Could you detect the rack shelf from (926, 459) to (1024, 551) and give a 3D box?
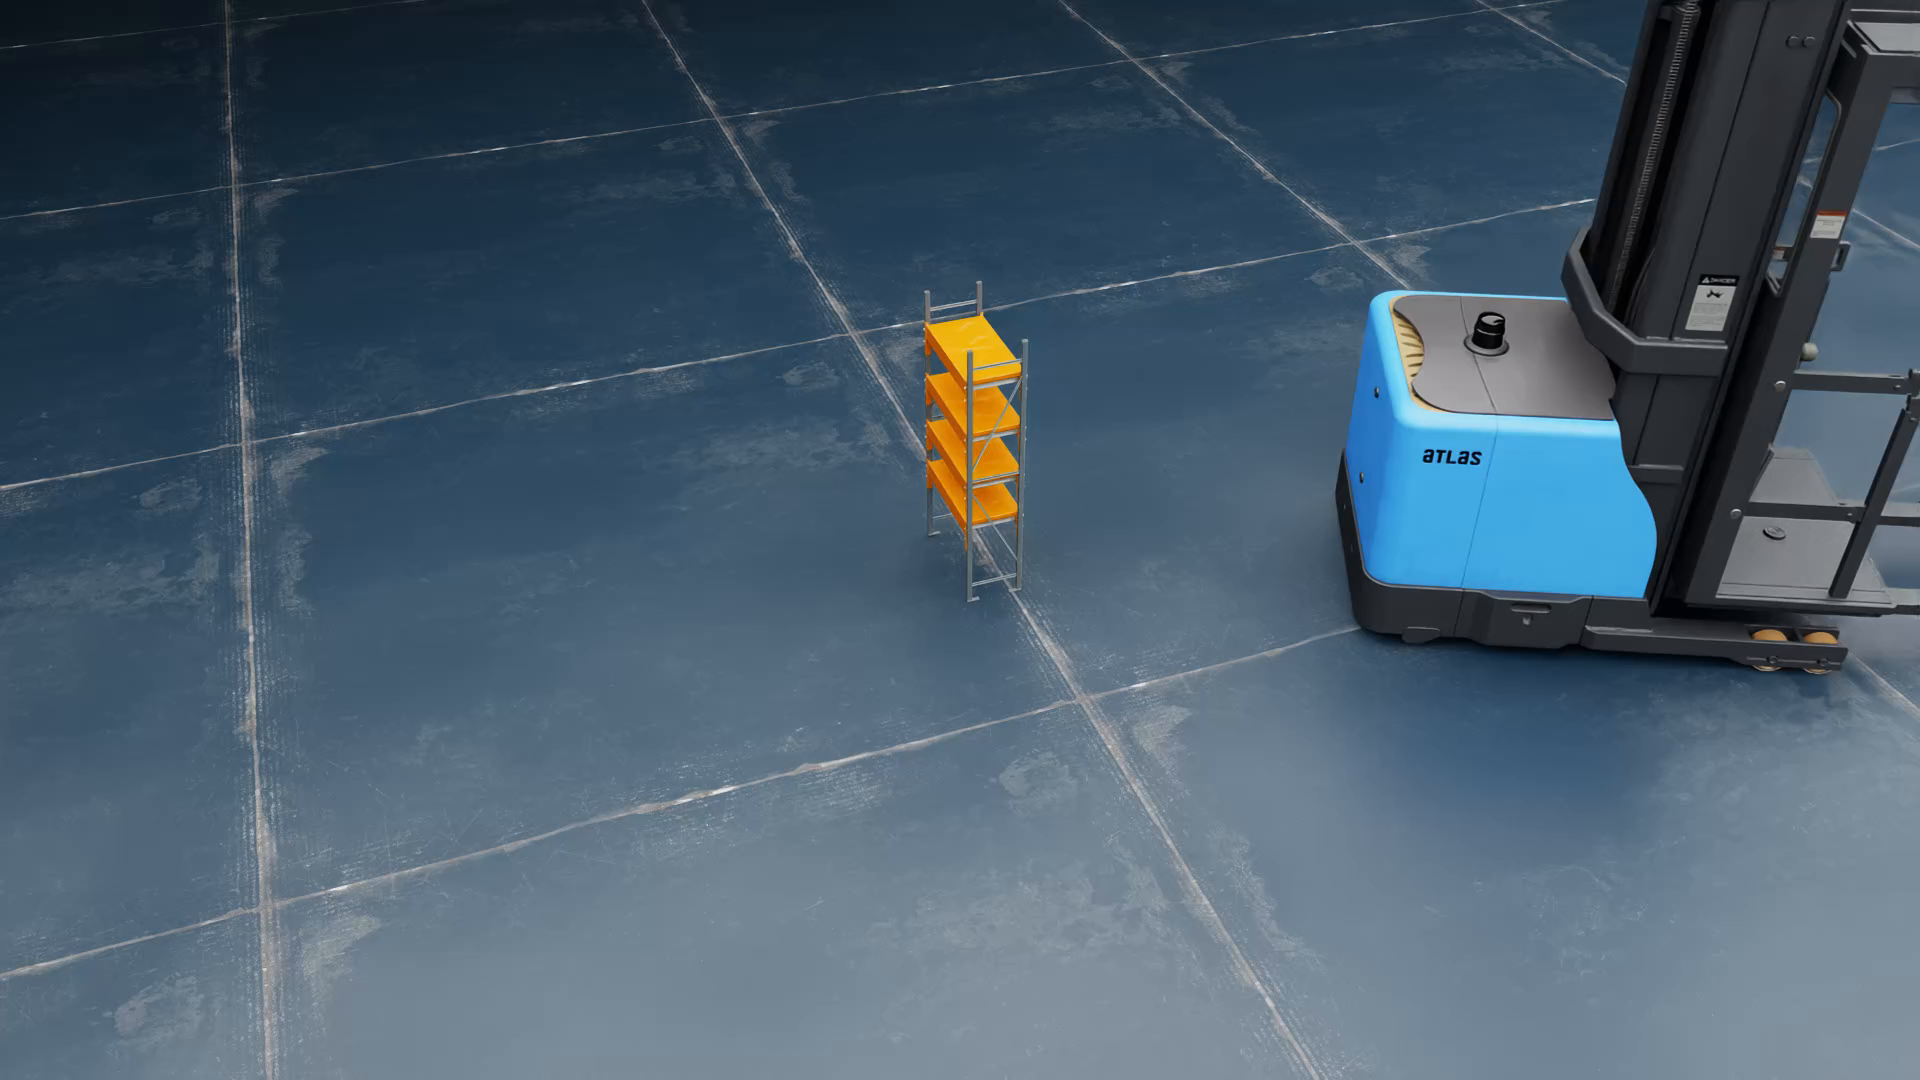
[{"bbox_3d":[0.057,-0.173,6.925,0.258,0.148,0.480,-12,39,-16],"label":"rack shelf"}]

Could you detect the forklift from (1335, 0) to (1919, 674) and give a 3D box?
[{"bbox_3d":[3.139,-0.979,6.114,3.031,2.935,1.130,3,37,4],"label":"forklift"}]

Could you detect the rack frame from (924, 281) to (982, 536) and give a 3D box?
[{"bbox_3d":[-0.027,-0.524,6.948,0.240,1.200,0.015,-12,39,-16],"label":"rack frame"}]

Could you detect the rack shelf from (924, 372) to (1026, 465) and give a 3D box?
[{"bbox_3d":[0.057,-0.511,6.671,0.258,0.148,0.480,-12,39,-16],"label":"rack shelf"}]

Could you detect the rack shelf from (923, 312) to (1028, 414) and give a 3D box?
[{"bbox_3d":[0.057,-0.700,6.528,0.258,0.148,0.480,-12,39,-16],"label":"rack shelf"}]

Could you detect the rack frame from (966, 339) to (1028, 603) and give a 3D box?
[{"bbox_3d":[0.141,-0.248,6.582,0.240,1.200,0.015,-12,39,-16],"label":"rack frame"}]

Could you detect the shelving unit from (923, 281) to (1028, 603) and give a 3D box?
[{"bbox_3d":[0.057,-0.386,6.765,0.258,1.200,0.503,-12,39,-16],"label":"shelving unit"}]

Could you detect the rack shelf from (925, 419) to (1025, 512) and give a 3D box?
[{"bbox_3d":[0.057,-0.332,6.805,0.258,0.148,0.480,-12,39,-16],"label":"rack shelf"}]
